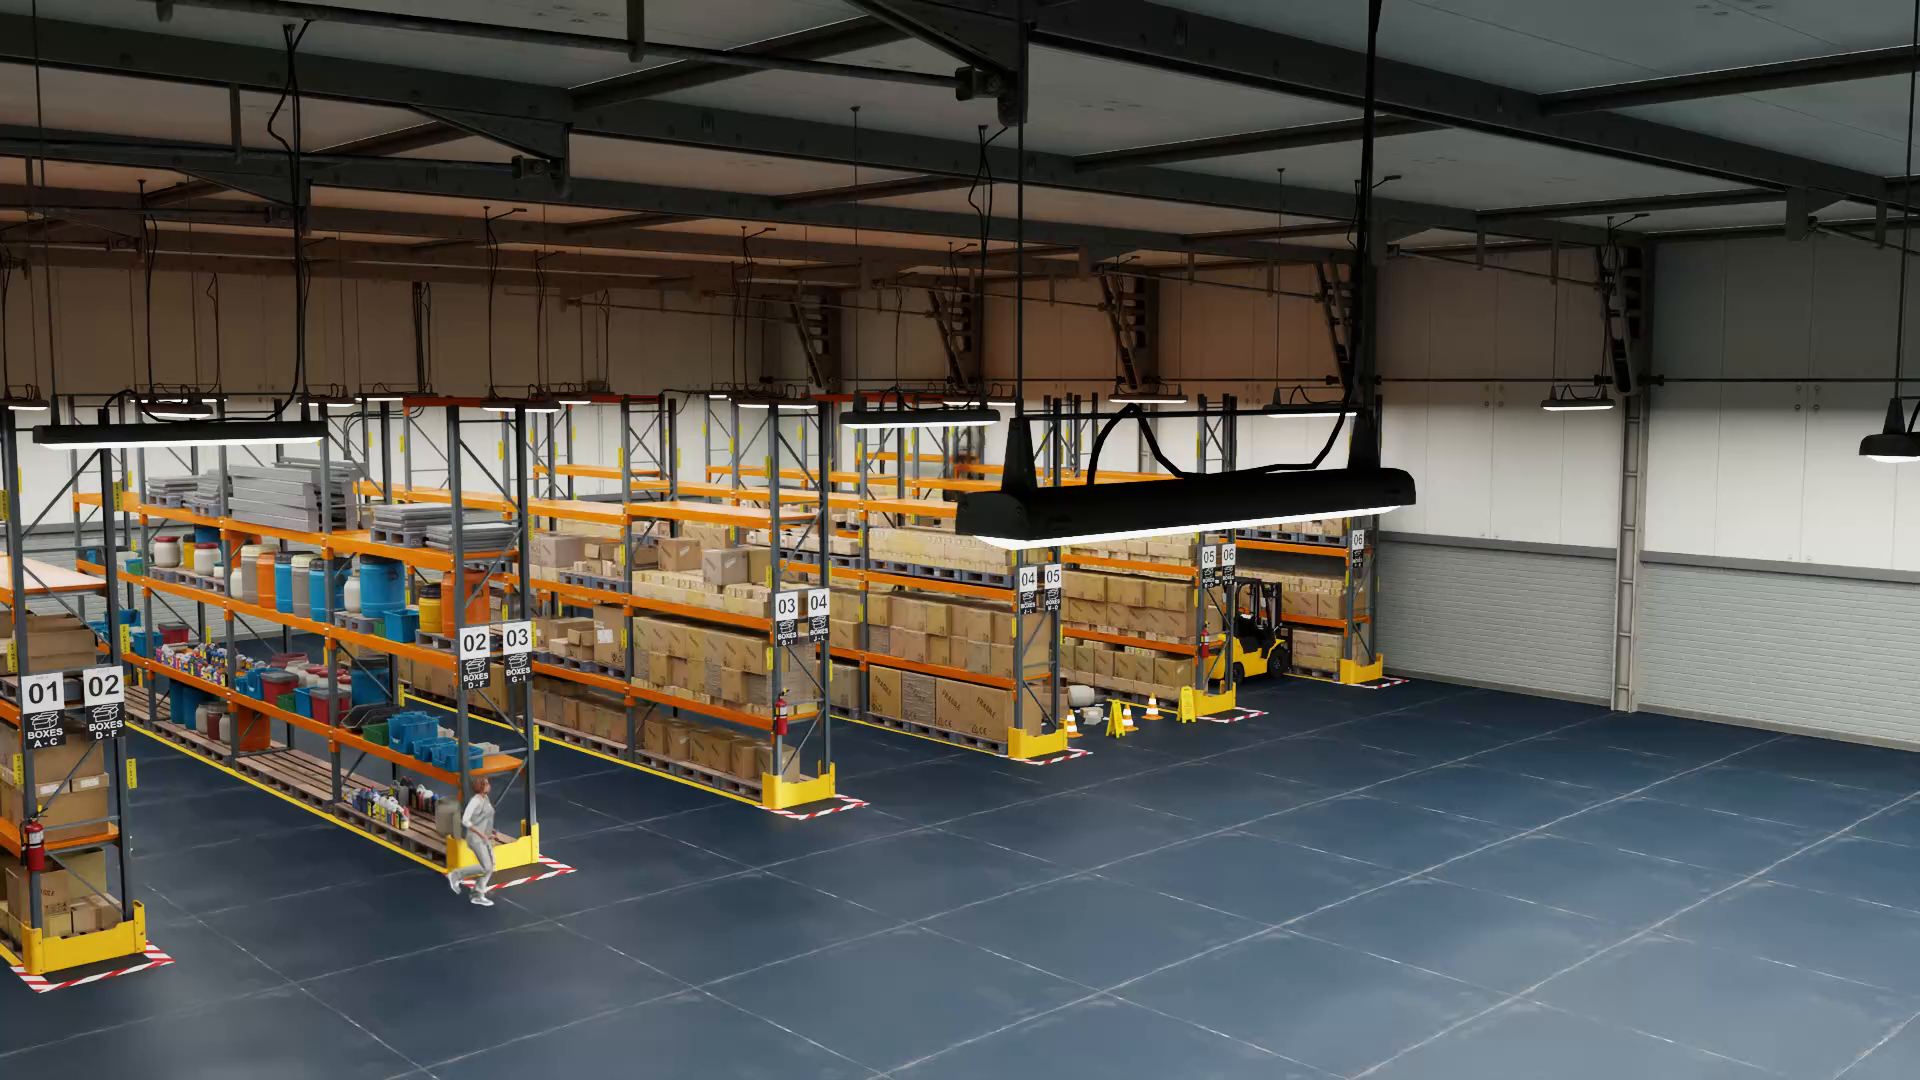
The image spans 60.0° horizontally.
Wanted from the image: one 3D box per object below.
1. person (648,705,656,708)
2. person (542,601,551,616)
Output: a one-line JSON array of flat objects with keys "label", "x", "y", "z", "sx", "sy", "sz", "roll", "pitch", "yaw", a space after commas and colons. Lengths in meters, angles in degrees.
[{"label": "person", "x": -6.062, "y": 2.362, "z": 31.668, "sx": 0.850, "sy": 1.829, "sz": 0.499, "roll": 4, "pitch": 7, "yaw": 38}, {"label": "person", "x": -9.999, "y": 1.554, "z": 40.717, "sx": 0.838, "sy": 1.762, "sz": 0.508, "roll": -4, "pitch": 7, "yaw": -34}]
